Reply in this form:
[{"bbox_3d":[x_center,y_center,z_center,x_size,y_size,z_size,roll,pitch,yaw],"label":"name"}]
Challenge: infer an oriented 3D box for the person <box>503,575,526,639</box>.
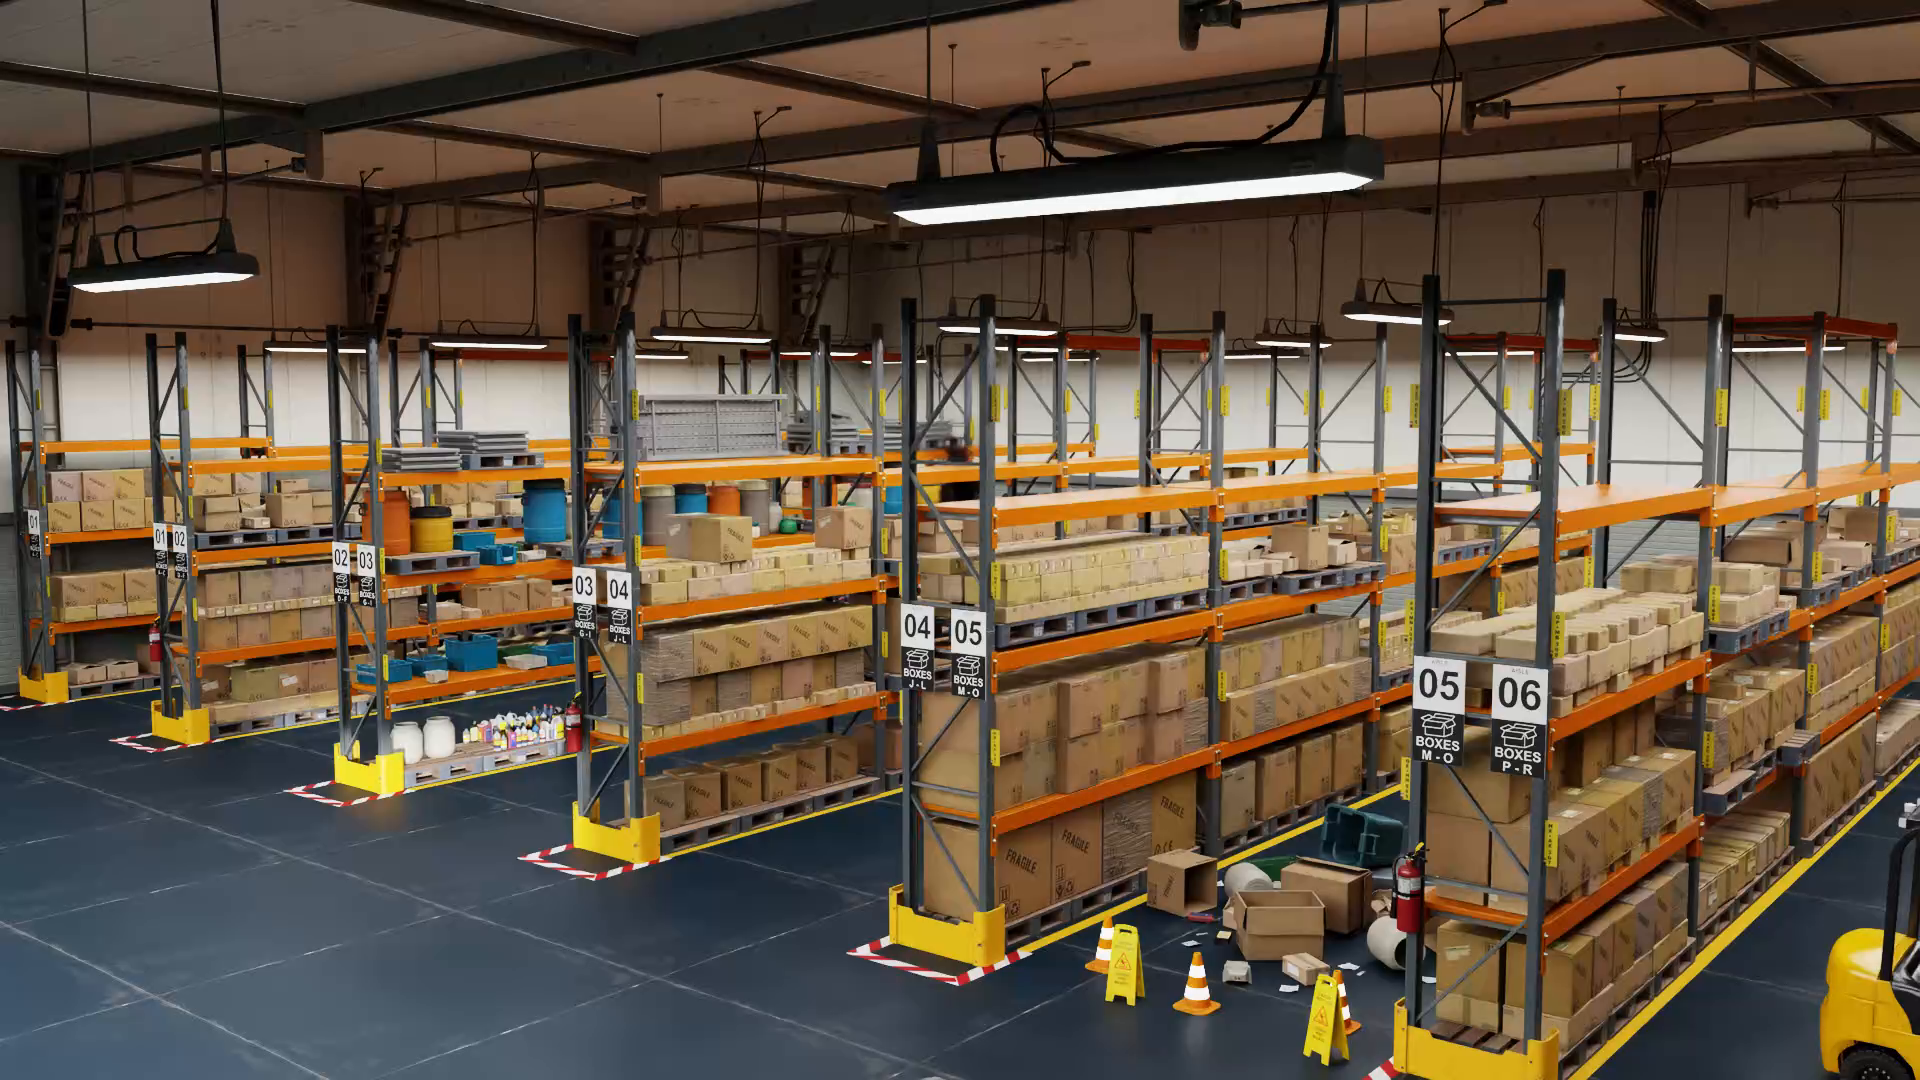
[{"bbox_3d":[-8.283,1.487,31.159,0.698,1.757,0.886,4,6,37],"label":"person"}]
